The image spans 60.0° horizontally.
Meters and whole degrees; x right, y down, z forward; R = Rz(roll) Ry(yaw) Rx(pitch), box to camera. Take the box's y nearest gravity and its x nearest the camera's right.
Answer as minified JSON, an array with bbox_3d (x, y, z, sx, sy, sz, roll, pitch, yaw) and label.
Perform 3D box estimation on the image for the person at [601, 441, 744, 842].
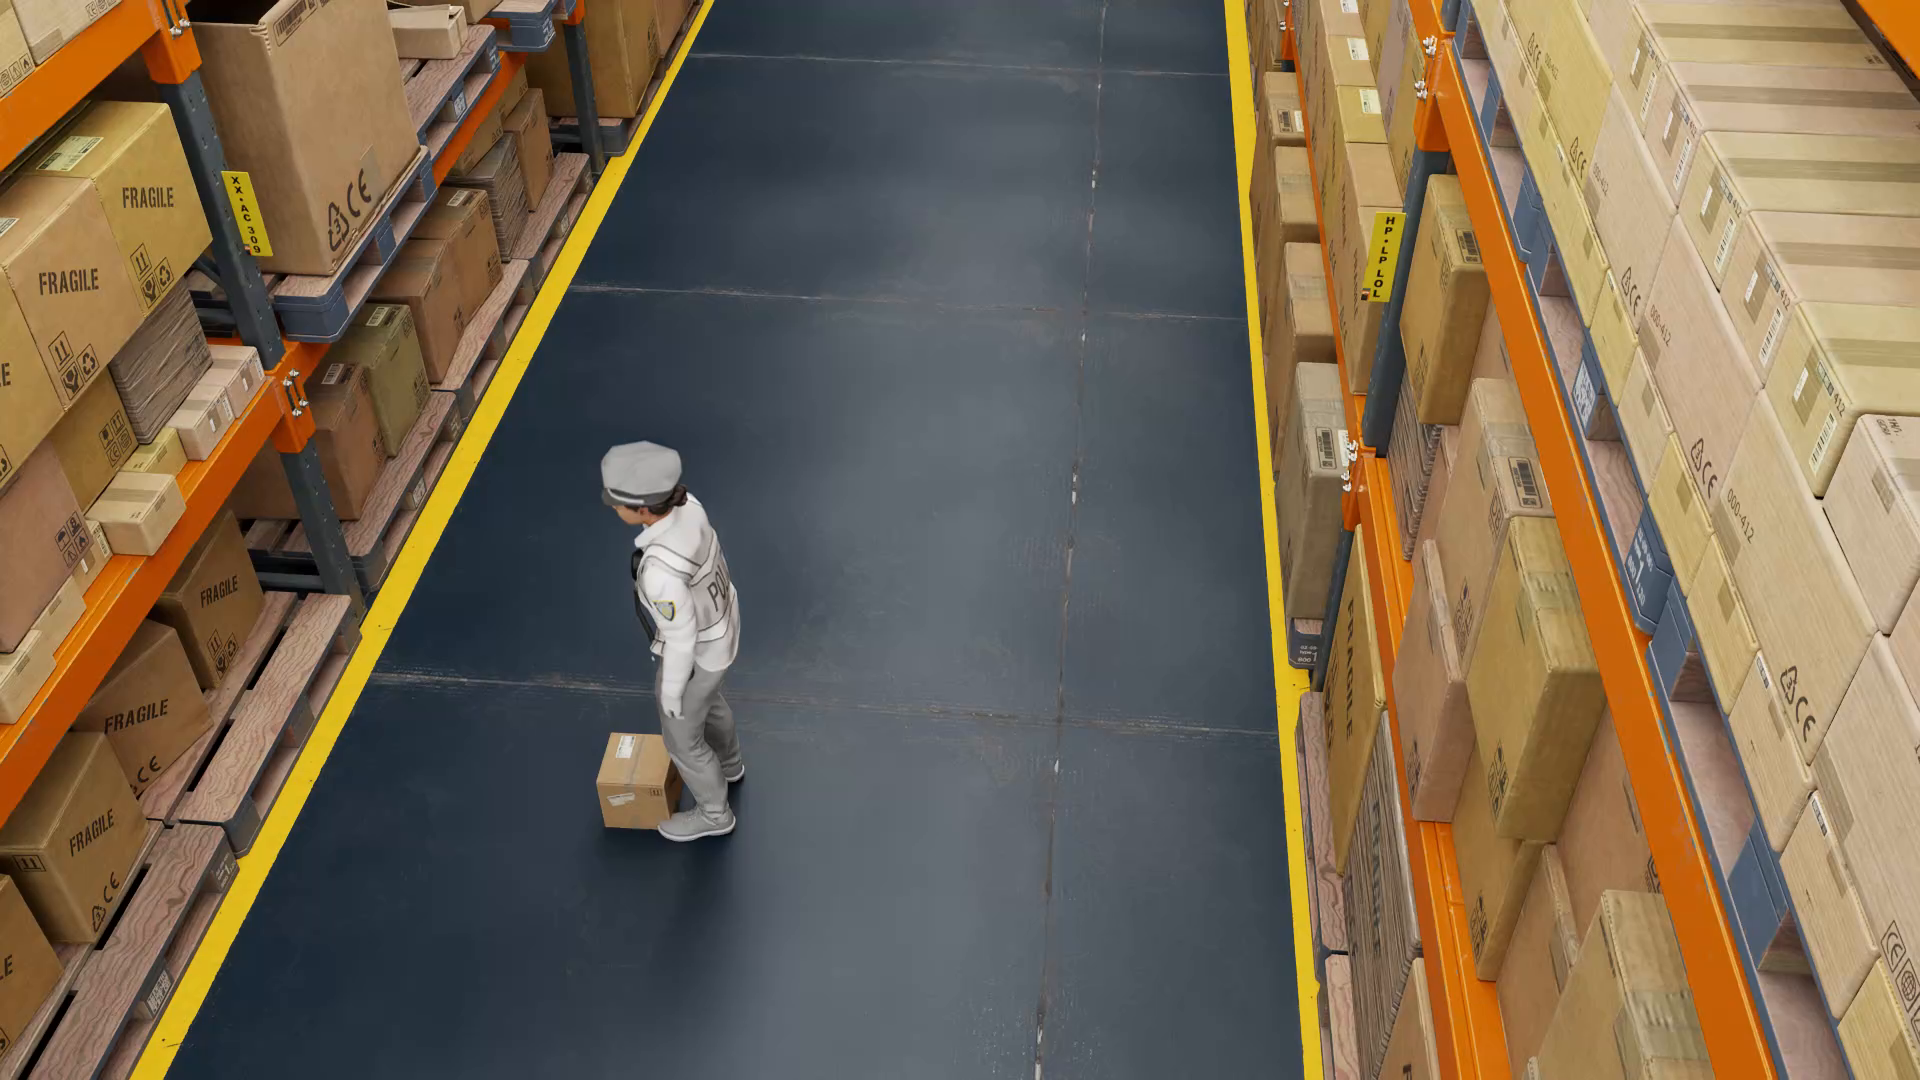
[{"bbox_3d":[-0.944,0.370,5.719,0.375,1.662,0.532,1,40,2],"label":"person"}]
